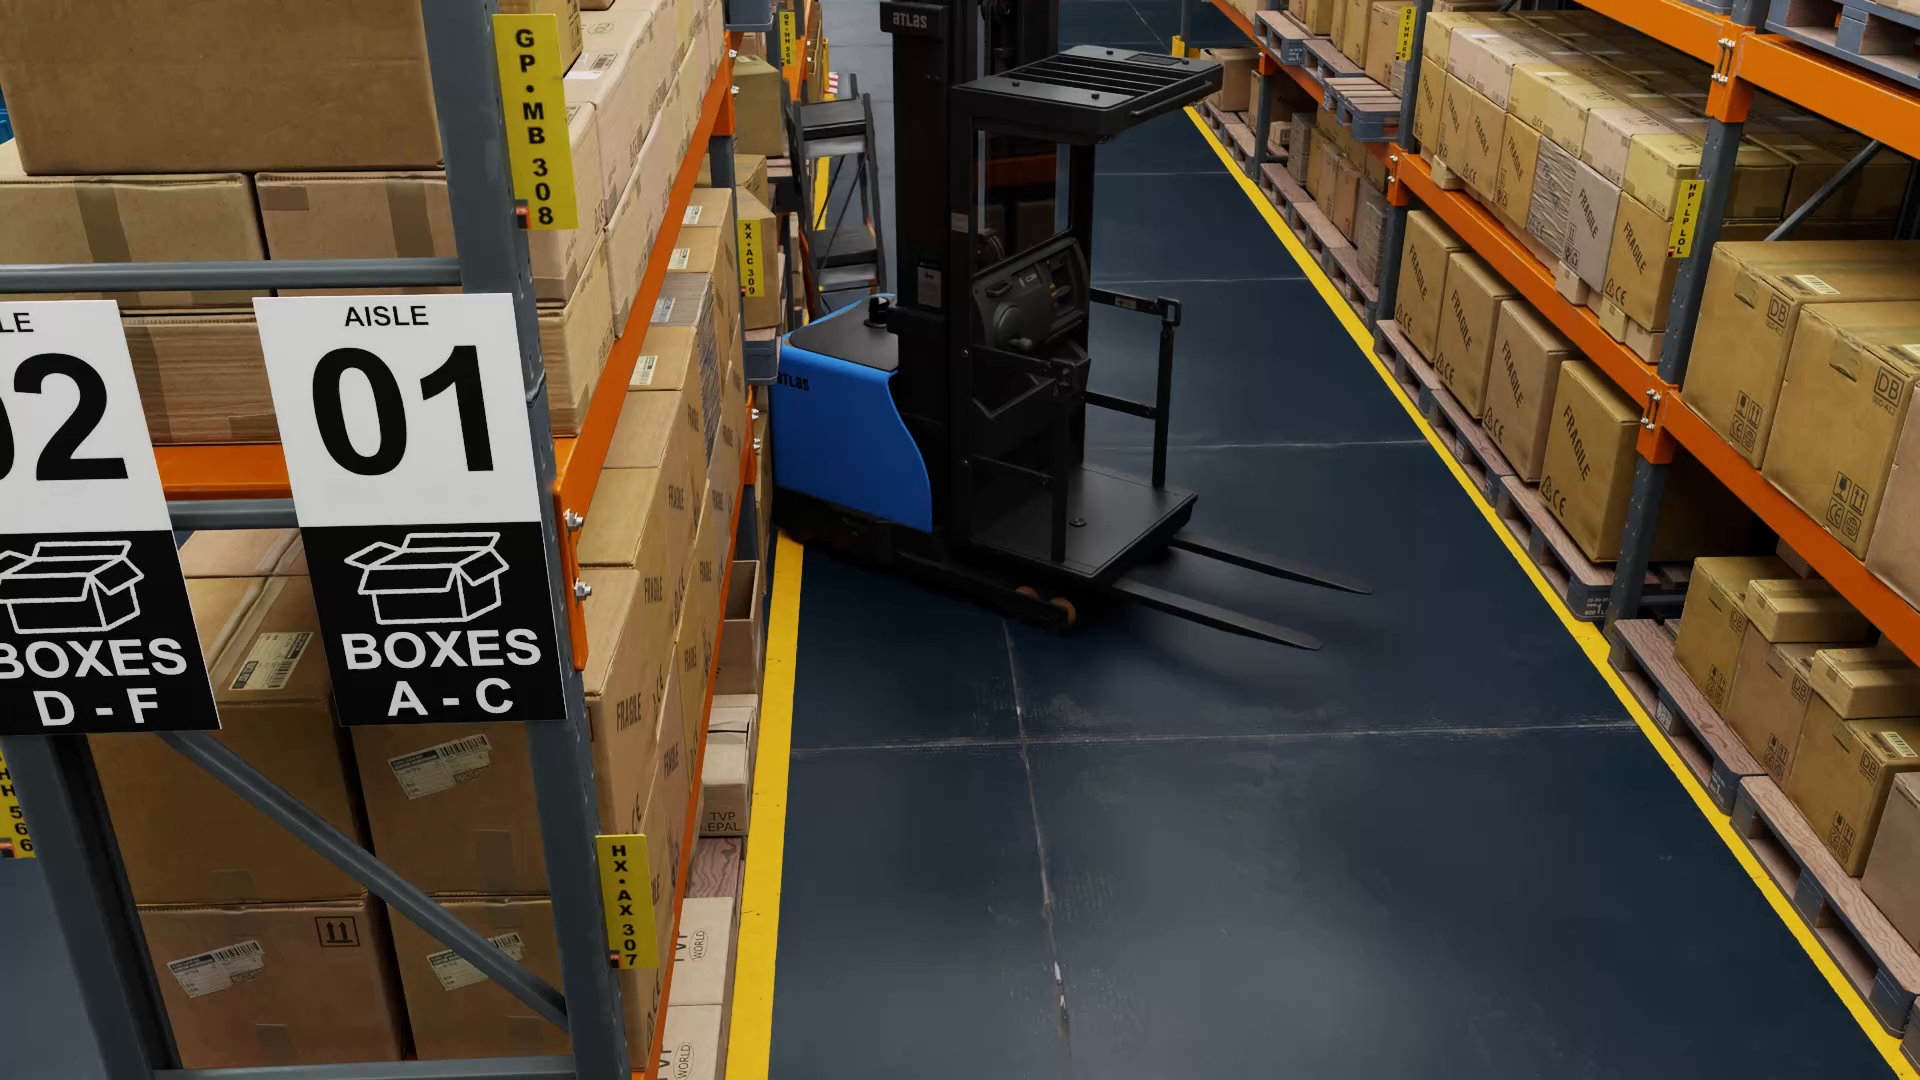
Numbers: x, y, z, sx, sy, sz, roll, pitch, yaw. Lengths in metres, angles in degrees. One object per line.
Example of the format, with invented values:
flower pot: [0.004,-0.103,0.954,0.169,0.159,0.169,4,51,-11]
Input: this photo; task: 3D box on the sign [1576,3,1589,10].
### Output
sign: [3.895,-3.243,10.473,0.100,0.325,0.005,-1,28,-3]

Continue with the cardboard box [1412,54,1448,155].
cardboard box: [3.111,-2.670,10.174,0.500,0.500,0.500,-1,28,-1]

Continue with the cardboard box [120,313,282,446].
cardboard box: [-1.478,-0.394,3.180,0.500,0.250,0.500,-1,28,-3]

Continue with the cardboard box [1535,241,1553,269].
cardboard box: [3.227,-1.502,8.637,0.380,0.149,0.250,-2,28,-4]

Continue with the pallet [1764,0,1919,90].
pallet: [3.582,-1.780,5.772,1.003,0.211,1.213,-1,28,-3]

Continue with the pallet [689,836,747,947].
pallet: [-1.295,1.372,5.892,1.003,0.211,1.213,-1,28,-3]

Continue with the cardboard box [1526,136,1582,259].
cardboard box: [3.220,-1.728,8.367,0.500,0.500,0.500,-1,28,-3]

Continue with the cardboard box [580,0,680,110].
cardboard box: [-1.028,-1.321,4.417,0.500,0.250,0.500,-1,28,-3]

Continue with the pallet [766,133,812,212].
pallet: [-1.500,-2.197,9.927,1.213,0.211,1.003,-1,28,-3]

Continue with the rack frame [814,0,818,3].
rack frame: [-2.023,-6.288,17.563,1.000,3.000,0.127,-1,28,-3]

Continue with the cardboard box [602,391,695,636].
cardboard box: [-1.004,-0.071,4.452,0.500,0.500,0.500,-1,28,-2]

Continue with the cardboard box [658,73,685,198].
cardboard box: [-1.034,-1.099,4.532,0.500,0.250,0.500,-1,28,-3]

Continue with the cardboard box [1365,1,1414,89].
cardboard box: [3.250,-3.429,11.497,0.700,0.500,0.500,-4,28,-7]

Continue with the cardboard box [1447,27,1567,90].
cardboard box: [3.136,-2.769,9.552,0.500,0.250,0.500,-2,28,-3]

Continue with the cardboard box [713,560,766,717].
cardboard box: [-1.084,0.423,6.923,0.500,0.500,0.500,-1,28,-3]

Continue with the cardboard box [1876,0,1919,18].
cardboard box: [3.335,-1.801,5.315,0.500,0.250,0.500,-2,28,-4]

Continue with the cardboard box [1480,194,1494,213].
cardboard box: [3.219,-1.981,9.554,0.380,0.149,0.250,-1,28,-2]

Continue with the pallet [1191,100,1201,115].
pallet: [2.934,-4.762,17.652,1.003,0.211,1.213,-1,28,-3]

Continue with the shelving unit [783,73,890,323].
shelving unit: [-0.646,-1.469,9.268,0.431,2.100,0.503,-9,28,-8]

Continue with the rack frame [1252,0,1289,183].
rack frame: [3.132,-4.562,14.254,1.000,3.000,0.127,-1,28,-3]

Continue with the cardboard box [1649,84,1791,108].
cardboard box: [3.721,-2.077,8.226,0.500,0.250,0.500,-2,28,-4]

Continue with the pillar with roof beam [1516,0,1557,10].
pillar with roof beam: [-0.162,-5.892,10.317,9.100,9.000,0.400,-1,28,-3]

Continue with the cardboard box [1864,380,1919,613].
cardboard box: [3.642,-0.077,5.330,0.980,0.700,0.700,-3,28,-5]

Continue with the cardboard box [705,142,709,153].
cardboard box: [-1.551,-1.791,8.379,0.700,0.500,0.500,-8,29,-16]

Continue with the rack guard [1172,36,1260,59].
rack guard: [2.927,-5.266,18.306,1.175,0.500,0.348,-1,28,-3]

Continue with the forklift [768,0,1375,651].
forklift: [0.516,-1.138,7.762,3.031,2.935,1.130,17,32,30]

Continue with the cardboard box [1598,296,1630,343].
cardboard box: [3.213,-1.031,7.732,0.380,0.149,0.250,-1,28,-2]

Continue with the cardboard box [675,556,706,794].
cardboard box: [-1.003,0.375,4.679,0.500,0.500,0.500,-1,28,-3]

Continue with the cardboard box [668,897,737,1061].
cardboard box: [-0.985,1.405,5.310,0.500,0.250,0.500,-1,28,-3]

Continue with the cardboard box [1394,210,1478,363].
cardboard box: [3.248,-1.605,10.455,0.750,0.750,0.750,-2,28,-3]

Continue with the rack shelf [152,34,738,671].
rack shelf: [-1.292,-0.834,4.640,1.077,0.370,4.000,-1,28,-3]

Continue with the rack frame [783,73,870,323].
rack frame: [-0.694,-1.580,9.480,0.400,2.100,0.015,-9,28,-8]

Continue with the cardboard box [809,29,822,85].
cardboard box: [-1.607,-4.655,16.140,0.500,0.500,0.500,-1,28,-3]

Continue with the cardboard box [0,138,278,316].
cardboard box: [-1.469,-0.616,3.064,0.500,0.250,0.500,-1,28,-3]

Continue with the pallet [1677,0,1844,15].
pallet: [3.453,-2.535,7.330,0.805,0.209,1.217,-2,28,-5]

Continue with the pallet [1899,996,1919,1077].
pallet: [3.639,1.848,4.978,1.003,0.211,1.213,-1,28,-3]

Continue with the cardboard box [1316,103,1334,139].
cardboard box: [3.214,-3.439,13.516,0.500,0.250,0.500,-2,28,-4]

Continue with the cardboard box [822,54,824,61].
cardboard box: [-1.700,-5.015,17.641,0.500,0.250,0.500,-1,28,-3]

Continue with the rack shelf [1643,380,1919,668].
rack shelf: [3.654,0.375,5.566,1.077,0.370,4.000,-1,28,-3]

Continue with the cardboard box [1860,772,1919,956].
cardboard box: [3.569,1.117,5.613,0.700,0.500,0.500,-2,28,-4]

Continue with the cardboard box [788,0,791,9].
cardboard box: [-1.878,-4.934,14.857,0.700,0.500,0.500,-2,28,-3]

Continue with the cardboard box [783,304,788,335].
cardboard box: [-1.322,-1.254,10.139,0.500,0.500,0.500,0,28,-1]

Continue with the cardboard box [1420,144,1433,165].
cardboard box: [3.127,-2.455,10.463,0.380,0.149,0.250,-2,28,-3]

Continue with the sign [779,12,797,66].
sign: [-1.064,-3.090,10.264,0.100,0.325,0.005,-1,28,-3]

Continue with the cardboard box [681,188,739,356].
cardboard box: [-1.112,-1.007,6.248,0.500,0.500,0.500,-1,28,-2]

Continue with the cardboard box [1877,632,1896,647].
cardboard box: [3.721,0.408,6.272,0.380,0.149,0.250,-2,28,-4]

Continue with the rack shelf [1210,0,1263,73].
rack shelf: [3.028,-5.167,16.191,1.077,0.370,4.000,-1,28,-3]

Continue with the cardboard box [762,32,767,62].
cardboard box: [-1.763,-3.887,12.851,0.500,0.500,0.500,1,28,1]

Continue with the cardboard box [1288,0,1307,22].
cardboard box: [3.125,-4.566,13.677,0.700,0.500,0.500,-1,28,-2]

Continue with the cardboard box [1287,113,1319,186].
cardboard box: [3.187,-3.310,14.079,0.700,0.500,0.500,0,28,-1]

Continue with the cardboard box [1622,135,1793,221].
cardboard box: [3.270,-1.595,7.302,0.500,0.250,0.500,-1,28,-1]

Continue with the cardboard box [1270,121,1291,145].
cardboard box: [3.074,-3.748,15.280,0.380,0.166,0.250,-5,28,-9]

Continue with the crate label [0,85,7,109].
crate label: [-6.334,-2.957,11.138,0.502,0.435,0.616,-1,28,-3]

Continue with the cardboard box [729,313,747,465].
cardboard box: [-1.114,-0.566,6.484,0.500,0.500,0.500,-1,28,-2]

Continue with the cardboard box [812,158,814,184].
cardboard box: [-1.503,-3.224,14.206,0.500,0.250,0.500,-2,28,-3]

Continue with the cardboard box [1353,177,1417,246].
cardboard box: [3.341,-2.374,12.285,0.700,0.500,0.500,-1,28,-3]
